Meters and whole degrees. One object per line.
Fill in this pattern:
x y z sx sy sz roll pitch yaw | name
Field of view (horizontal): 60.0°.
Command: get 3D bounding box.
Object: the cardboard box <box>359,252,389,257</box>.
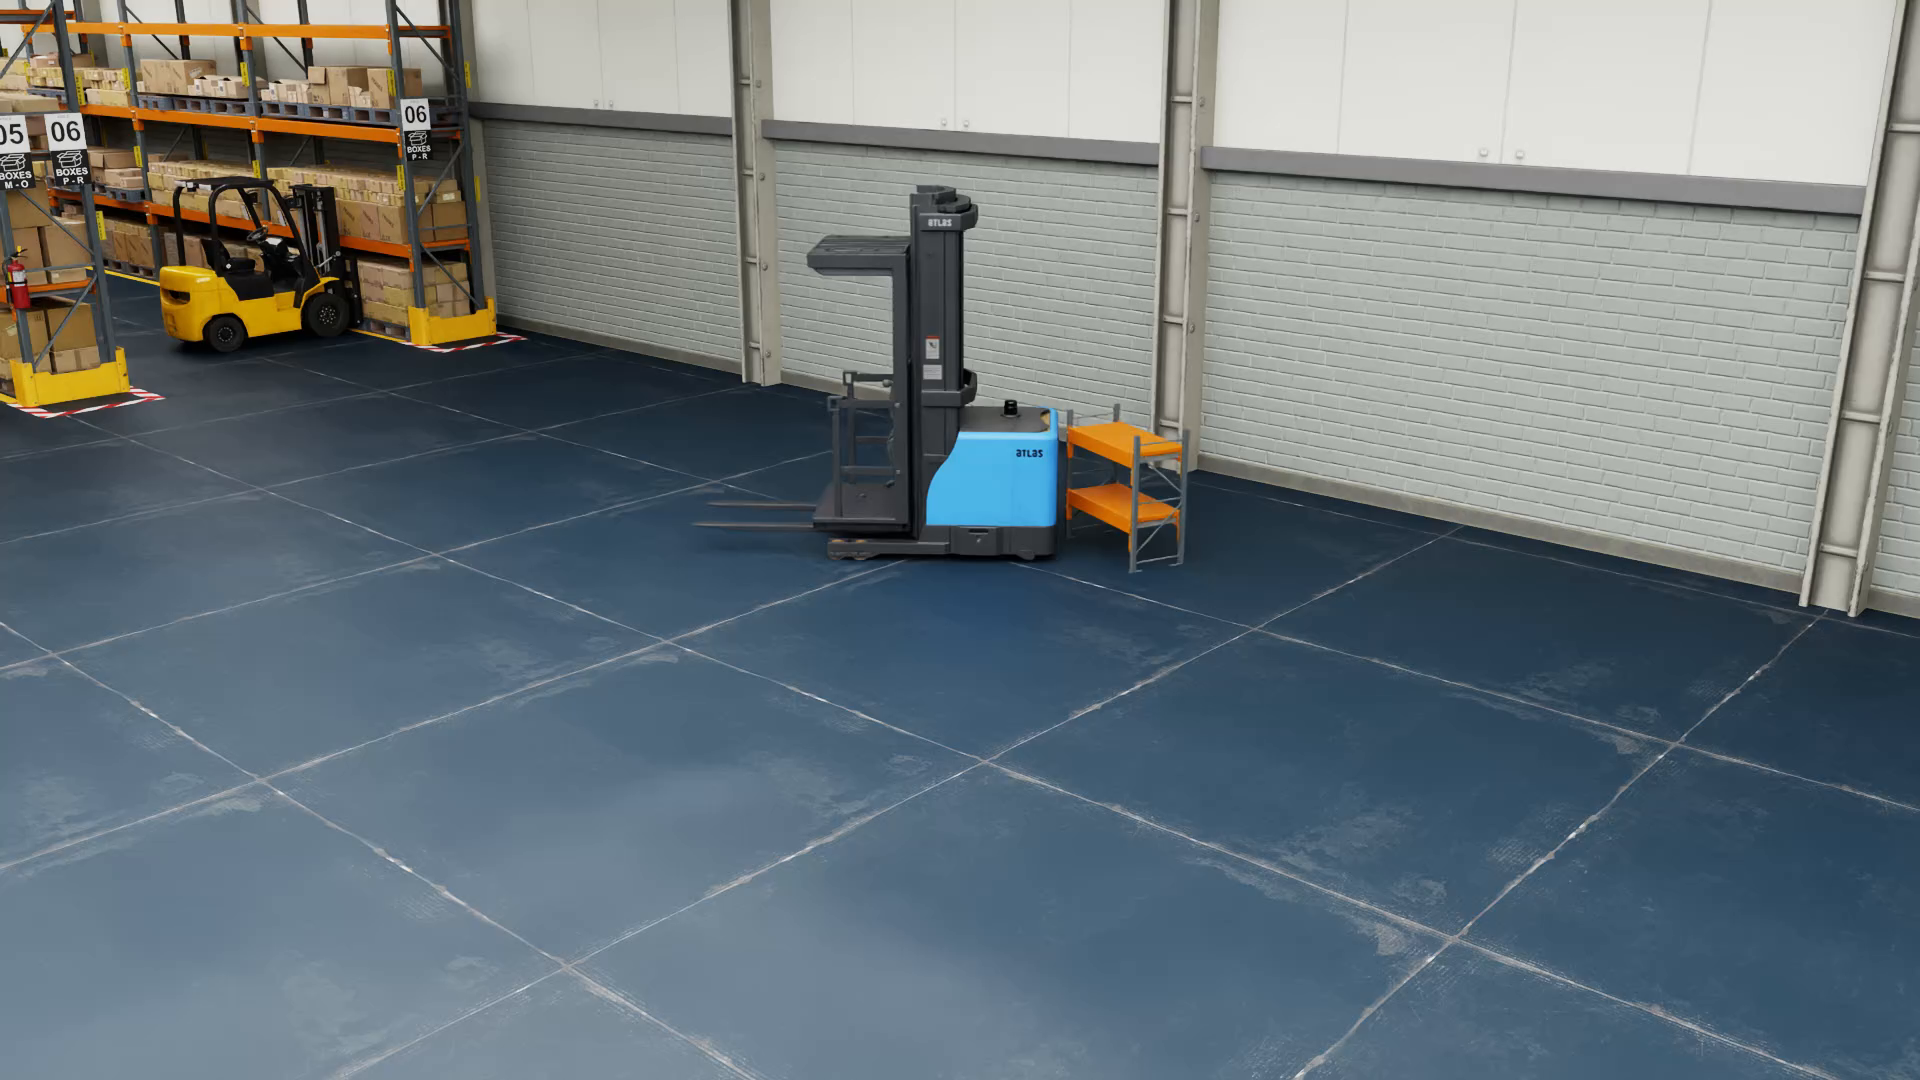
-8.312 -4.015 24.003 0.500 0.250 0.500 14 23 38 | cardboard box

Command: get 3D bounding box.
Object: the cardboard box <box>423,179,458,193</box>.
-7.066 -4.817 22.603 0.250 0.149 0.380 14 23 38 | cardboard box

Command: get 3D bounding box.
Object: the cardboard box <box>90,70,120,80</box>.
-14.174 -7.712 27.591 0.250 0.149 0.380 14 23 38 | cardboard box

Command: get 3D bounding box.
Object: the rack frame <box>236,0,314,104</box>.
-9.948 -7.866 24.019 0.127 3.000 1.000 15 23 39 | rack frame

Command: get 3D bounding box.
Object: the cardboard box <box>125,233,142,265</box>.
-13.766 -4.957 28.211 0.500 0.500 0.500 15 23 38 | cardboard box

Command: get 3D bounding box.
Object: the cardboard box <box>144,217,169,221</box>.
-13.913 -5.511 28.882 0.250 0.149 0.380 14 23 38 | cardboard box

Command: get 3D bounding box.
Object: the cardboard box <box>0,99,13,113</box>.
-10.697 -4.770 18.322 0.250 0.149 0.380 15 23 40 | cardboard box

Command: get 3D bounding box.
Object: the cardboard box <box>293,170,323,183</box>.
-9.330 -5.217 23.863 0.250 0.149 0.380 16 23 40 | cardboard box

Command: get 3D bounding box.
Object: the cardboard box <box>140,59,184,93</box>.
-12.560 -7.334 26.278 0.500 0.500 0.500 15 23 40 | cardboard box

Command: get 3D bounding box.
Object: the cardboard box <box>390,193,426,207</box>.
-7.402 -4.566 22.303 0.250 0.149 0.380 15 23 40 | cardboard box

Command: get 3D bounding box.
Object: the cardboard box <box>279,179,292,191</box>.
-9.690 -5.188 24.262 0.250 0.149 0.380 16 23 41 | cardboard box

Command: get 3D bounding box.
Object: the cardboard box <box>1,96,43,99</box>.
-10.724 -4.998 19.039 0.250 0.149 0.380 15 23 39 | cardboard box

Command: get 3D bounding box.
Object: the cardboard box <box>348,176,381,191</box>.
-8.188 -4.909 22.891 0.250 0.149 0.380 16 23 41 | cardboard box

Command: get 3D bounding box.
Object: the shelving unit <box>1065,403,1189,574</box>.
1.352 -0.444 13.651 0.538 1.125 1.048 -9 20 -26 | shelving unit

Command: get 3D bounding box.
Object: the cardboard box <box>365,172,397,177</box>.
-8.204 -5.134 23.602 0.250 0.149 0.380 15 23 40 | cardboard box

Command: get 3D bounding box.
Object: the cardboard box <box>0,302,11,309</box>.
-11.340 -2.796 19.501 0.250 0.149 0.380 16 24 41 | cardboard box

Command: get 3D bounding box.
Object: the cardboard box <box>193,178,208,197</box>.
-11.618 -5.525 25.983 0.500 0.250 0.500 15 23 40 | cardboard box

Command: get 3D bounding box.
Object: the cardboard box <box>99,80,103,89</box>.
-14.094 -7.591 27.701 0.250 0.149 0.380 15 23 40 | cardboard box

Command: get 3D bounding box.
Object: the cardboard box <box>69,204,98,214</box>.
-15.614 -5.898 29.613 0.250 0.149 0.380 14 22 37 | cardboard box

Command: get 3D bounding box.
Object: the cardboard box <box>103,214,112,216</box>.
-15.168 -5.659 29.350 0.250 0.149 0.380 15 23 38 | cardboard box

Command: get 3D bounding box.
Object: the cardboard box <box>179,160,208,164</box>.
-12.563 -6.147 27.283 0.250 0.149 0.380 16 24 41 | cardboard box

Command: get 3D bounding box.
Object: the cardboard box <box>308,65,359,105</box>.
-8.561 -6.318 23.071 0.637 0.503 0.797 16 24 41 | cardboard box

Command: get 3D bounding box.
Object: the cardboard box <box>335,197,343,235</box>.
-8.648 -4.598 23.474 0.500 0.500 0.500 15 23 40 | cardboard box

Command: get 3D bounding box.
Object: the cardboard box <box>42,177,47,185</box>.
-16.338 -6.499 30.048 0.250 0.149 0.380 15 23 40 | cardboard box

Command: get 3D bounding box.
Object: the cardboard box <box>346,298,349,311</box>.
-8.655 -3.419 23.778 0.500 0.250 0.500 16 24 41 | cardboard box

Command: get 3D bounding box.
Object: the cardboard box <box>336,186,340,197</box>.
-8.504 -4.889 23.319 0.250 0.149 0.380 15 23 39 | cardboard box

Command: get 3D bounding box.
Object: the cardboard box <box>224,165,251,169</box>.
-11.401 -5.843 26.325 0.250 0.149 0.380 16 24 41 | cardboard box

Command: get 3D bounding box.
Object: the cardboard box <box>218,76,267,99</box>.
-10.651 -6.731 24.692 0.500 0.311 0.500 14 22 38 | cardboard box

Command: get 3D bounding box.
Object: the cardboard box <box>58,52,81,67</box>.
-15.657 -8.463 29.241 0.258 0.266 0.396 15 23 38 | cardboard box

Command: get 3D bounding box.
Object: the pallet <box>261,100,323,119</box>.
-9.293 -6.228 23.965 1.213 0.211 1.003 15 23 39 | pallet

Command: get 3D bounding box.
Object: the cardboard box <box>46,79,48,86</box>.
-15.547 -7.932 28.742 0.250 0.149 0.380 15 23 40 | cardboard box

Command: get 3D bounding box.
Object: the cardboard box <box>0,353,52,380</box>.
-11.050 -2.075 19.542 0.500 0.250 0.500 15 23 39 | cardboard box

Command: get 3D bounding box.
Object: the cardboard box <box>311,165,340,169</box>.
-9.349 -5.449 24.594 0.250 0.149 0.380 14 23 38 | cardboard box

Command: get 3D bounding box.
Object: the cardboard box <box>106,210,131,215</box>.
-15.077 -5.823 29.867 0.250 0.149 0.380 15 23 40 | cardboard box

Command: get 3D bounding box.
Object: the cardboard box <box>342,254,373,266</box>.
-8.652 -3.895 23.623 0.500 0.250 0.500 14 23 38 | cardboard box

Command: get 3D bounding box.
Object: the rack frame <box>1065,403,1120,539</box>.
1.120 -0.581 14.082 0.500 1.125 0.032 -9 20 -26 | rack frame

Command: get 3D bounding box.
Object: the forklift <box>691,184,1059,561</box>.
-0.698 -1.387 13.638 3.031 2.935 1.130 1 18 3 | forklift

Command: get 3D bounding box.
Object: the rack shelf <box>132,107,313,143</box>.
-11.444 -6.494 25.847 4.000 0.370 1.077 15 23 39 | rack shelf

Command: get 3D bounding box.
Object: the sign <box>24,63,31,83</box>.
-16.286 -8.164 29.065 0.005 0.325 0.100 15 23 39 | sign

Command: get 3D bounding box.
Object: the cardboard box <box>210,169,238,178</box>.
-11.327 -5.631 25.659 0.250 0.149 0.380 15 23 40 | cardboard box

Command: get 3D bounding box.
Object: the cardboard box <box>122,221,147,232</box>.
-14.037 -5.343 28.354 0.250 0.149 0.380 16 24 41 | cardboard box

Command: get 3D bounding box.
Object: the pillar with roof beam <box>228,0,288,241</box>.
-14.224 -7.637 23.299 0.400 9.000 9.100 15 23 39 | pillar with roof beam

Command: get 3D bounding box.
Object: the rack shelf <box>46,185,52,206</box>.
-17.428 -6.671 31.362 4.000 0.370 1.077 15 23 39 | rack shelf

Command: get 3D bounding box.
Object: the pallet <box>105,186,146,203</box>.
-13.494 -5.838 27.865 1.003 0.211 1.213 15 23 39 | pallet

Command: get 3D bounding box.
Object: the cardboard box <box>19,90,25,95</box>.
-16.578 -7.978 29.747 0.250 0.149 0.380 15 23 39 | cardboard box

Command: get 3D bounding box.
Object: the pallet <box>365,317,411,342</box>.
-7.556 -3.018 23.272 1.213 0.211 1.003 15 23 39 | pallet

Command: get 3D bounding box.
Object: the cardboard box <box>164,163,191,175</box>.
-12.487 -5.936 26.620 0.250 0.149 0.380 16 24 41 | cardboard box

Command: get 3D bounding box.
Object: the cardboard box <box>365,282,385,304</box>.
-7.896 -3.461 23.083 0.500 0.250 0.500 15 23 39 | cardboard box

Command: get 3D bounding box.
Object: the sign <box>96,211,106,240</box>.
-9.888 -3.615 19.111 0.005 0.325 0.100 15 23 39 | sign

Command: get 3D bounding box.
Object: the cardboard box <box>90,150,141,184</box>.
-14.284 -6.344 28.279 0.637 0.503 0.797 14 23 38 | cardboard box

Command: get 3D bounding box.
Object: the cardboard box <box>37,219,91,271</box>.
-10.419 -3.426 19.292 0.500 0.500 0.500 15 23 38 | cardboard box

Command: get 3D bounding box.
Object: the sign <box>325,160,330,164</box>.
-9.581 -5.582 25.181 0.005 0.325 0.100 15 23 39 | sign

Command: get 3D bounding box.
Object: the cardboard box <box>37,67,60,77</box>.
-15.753 -8.115 28.829 0.250 0.149 0.380 16 23 40 | cardboard box

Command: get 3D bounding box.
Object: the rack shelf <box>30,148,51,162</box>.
-11.744 -4.568 19.776 4.000 0.370 1.077 15 23 39 | rack shelf

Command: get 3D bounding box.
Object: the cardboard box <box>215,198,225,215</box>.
-11.230 -5.183 25.732 0.500 0.250 0.500 15 23 40 | cardboard box
